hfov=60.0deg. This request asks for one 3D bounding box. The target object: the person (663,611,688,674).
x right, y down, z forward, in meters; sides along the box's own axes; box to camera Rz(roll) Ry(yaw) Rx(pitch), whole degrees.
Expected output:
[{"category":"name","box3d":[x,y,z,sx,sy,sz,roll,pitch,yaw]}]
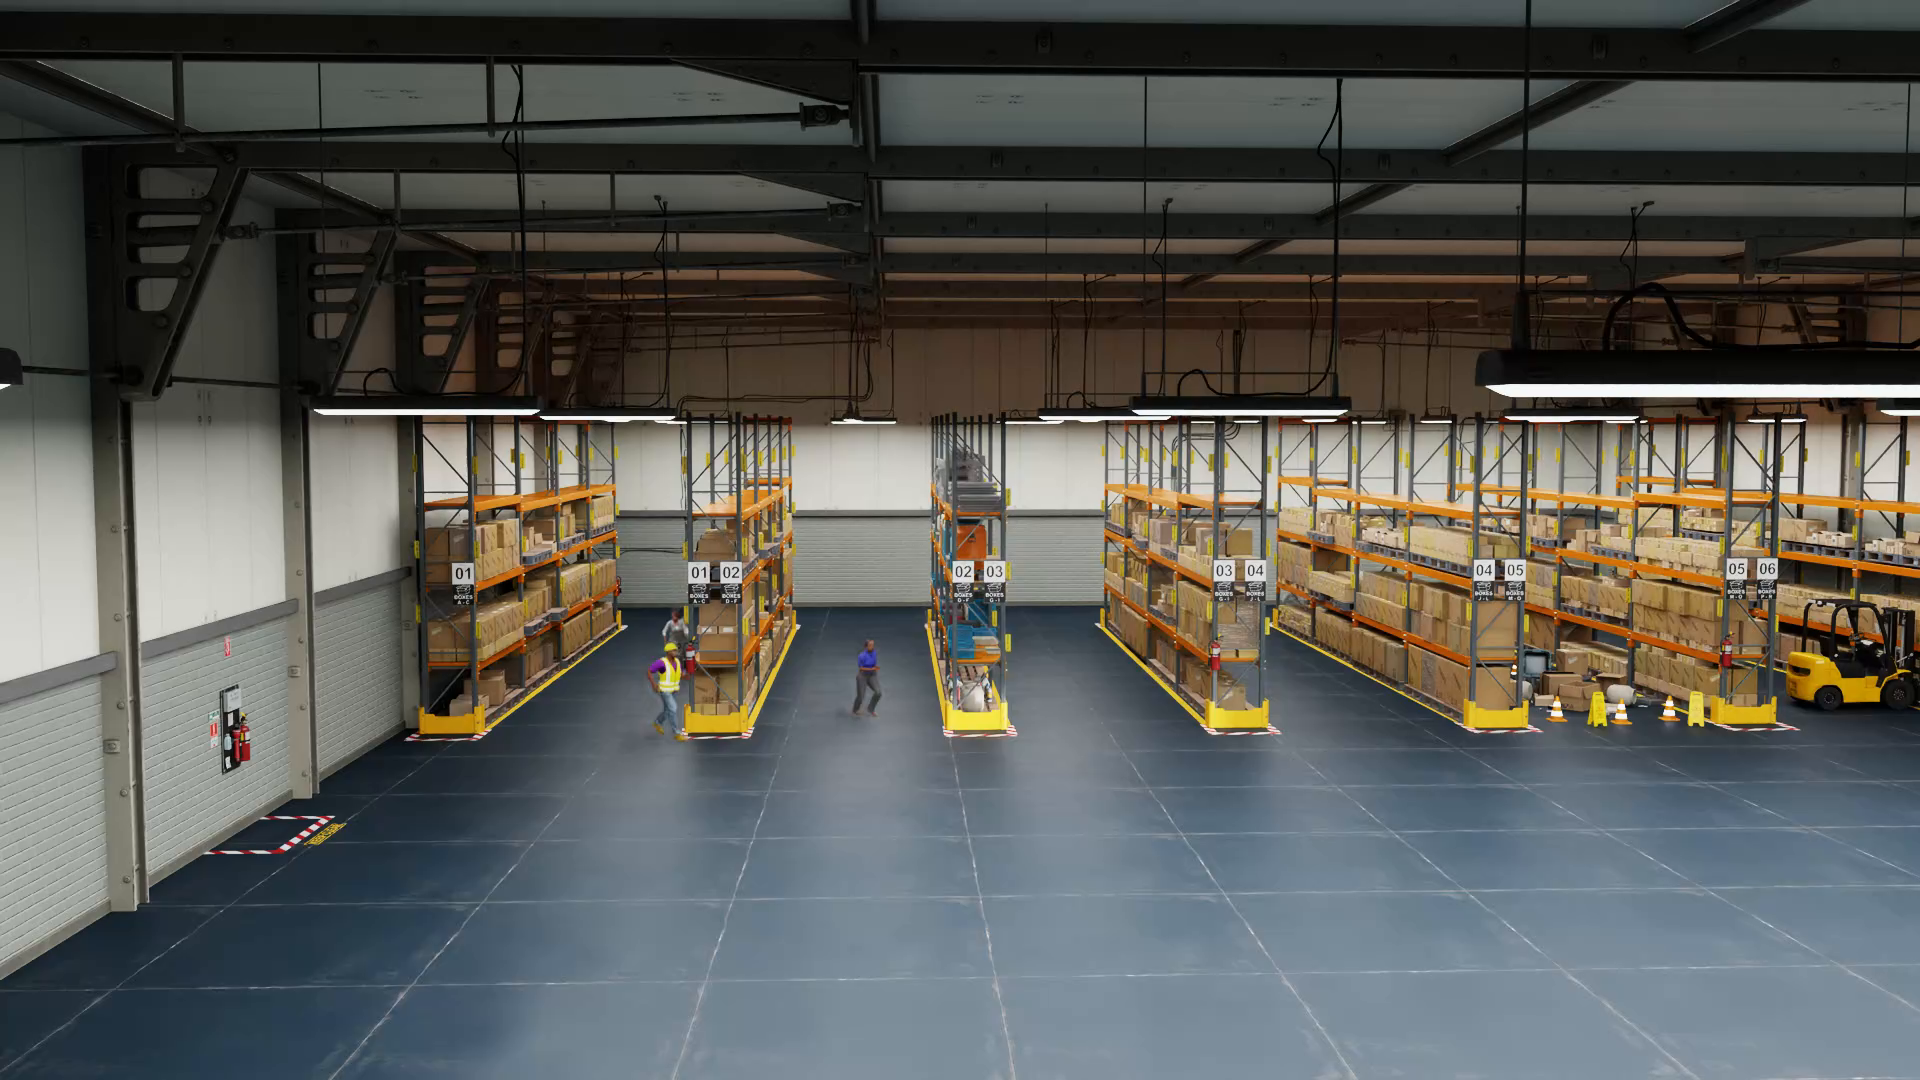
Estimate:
[{"category":"person","box3d":[-6.486,2.383,38.203,0.548,1.546,0.742,-3,5,-40]}]

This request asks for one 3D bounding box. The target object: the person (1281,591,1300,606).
[{"category":"person","box3d":[9.885,1.542,49.318,0.771,1.705,0.582,-1,4,-19]}]

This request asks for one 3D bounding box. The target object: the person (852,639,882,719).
[{"category":"person","box3d":[-1.822,2.711,32.529,0.494,1.583,0.887,-3,5,-36]}]

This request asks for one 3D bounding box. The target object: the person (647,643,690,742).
[{"category":"person","box3d":[-5.324,2.755,30.357,0.972,1.756,0.719,3,5,34]}]
